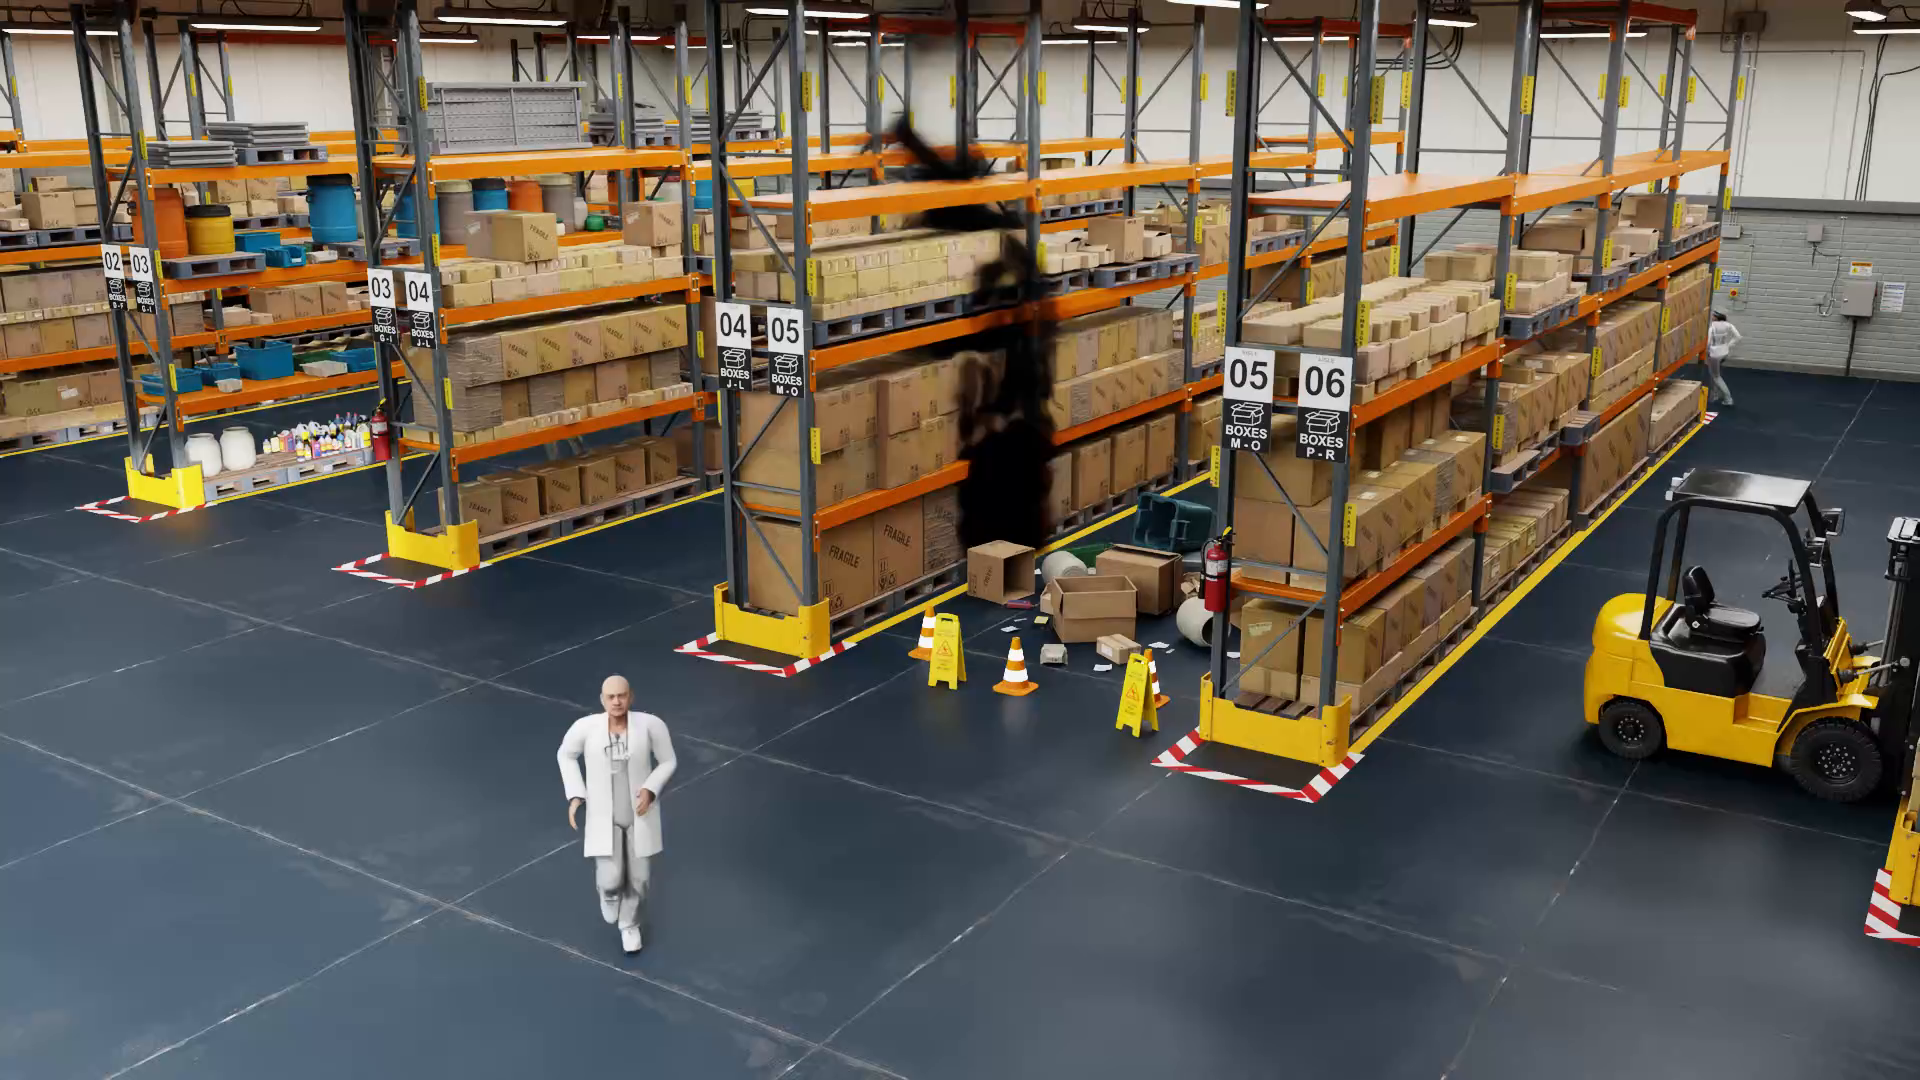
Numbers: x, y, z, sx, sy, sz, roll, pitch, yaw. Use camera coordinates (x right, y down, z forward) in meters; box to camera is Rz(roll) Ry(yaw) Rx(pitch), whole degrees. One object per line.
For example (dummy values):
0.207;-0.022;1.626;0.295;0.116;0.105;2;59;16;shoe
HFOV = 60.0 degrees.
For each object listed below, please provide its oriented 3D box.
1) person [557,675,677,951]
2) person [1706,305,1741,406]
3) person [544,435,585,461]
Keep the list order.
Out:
-2.043;1.660;10.035;0.705;1.737;0.632;-4;16;-14;person
12.144;-2.957;26.785;0.688;1.665;0.685;-6;16;-19;person
-5.359;-1.727;22.390;0.582;1.725;0.720;7;17;24;person
